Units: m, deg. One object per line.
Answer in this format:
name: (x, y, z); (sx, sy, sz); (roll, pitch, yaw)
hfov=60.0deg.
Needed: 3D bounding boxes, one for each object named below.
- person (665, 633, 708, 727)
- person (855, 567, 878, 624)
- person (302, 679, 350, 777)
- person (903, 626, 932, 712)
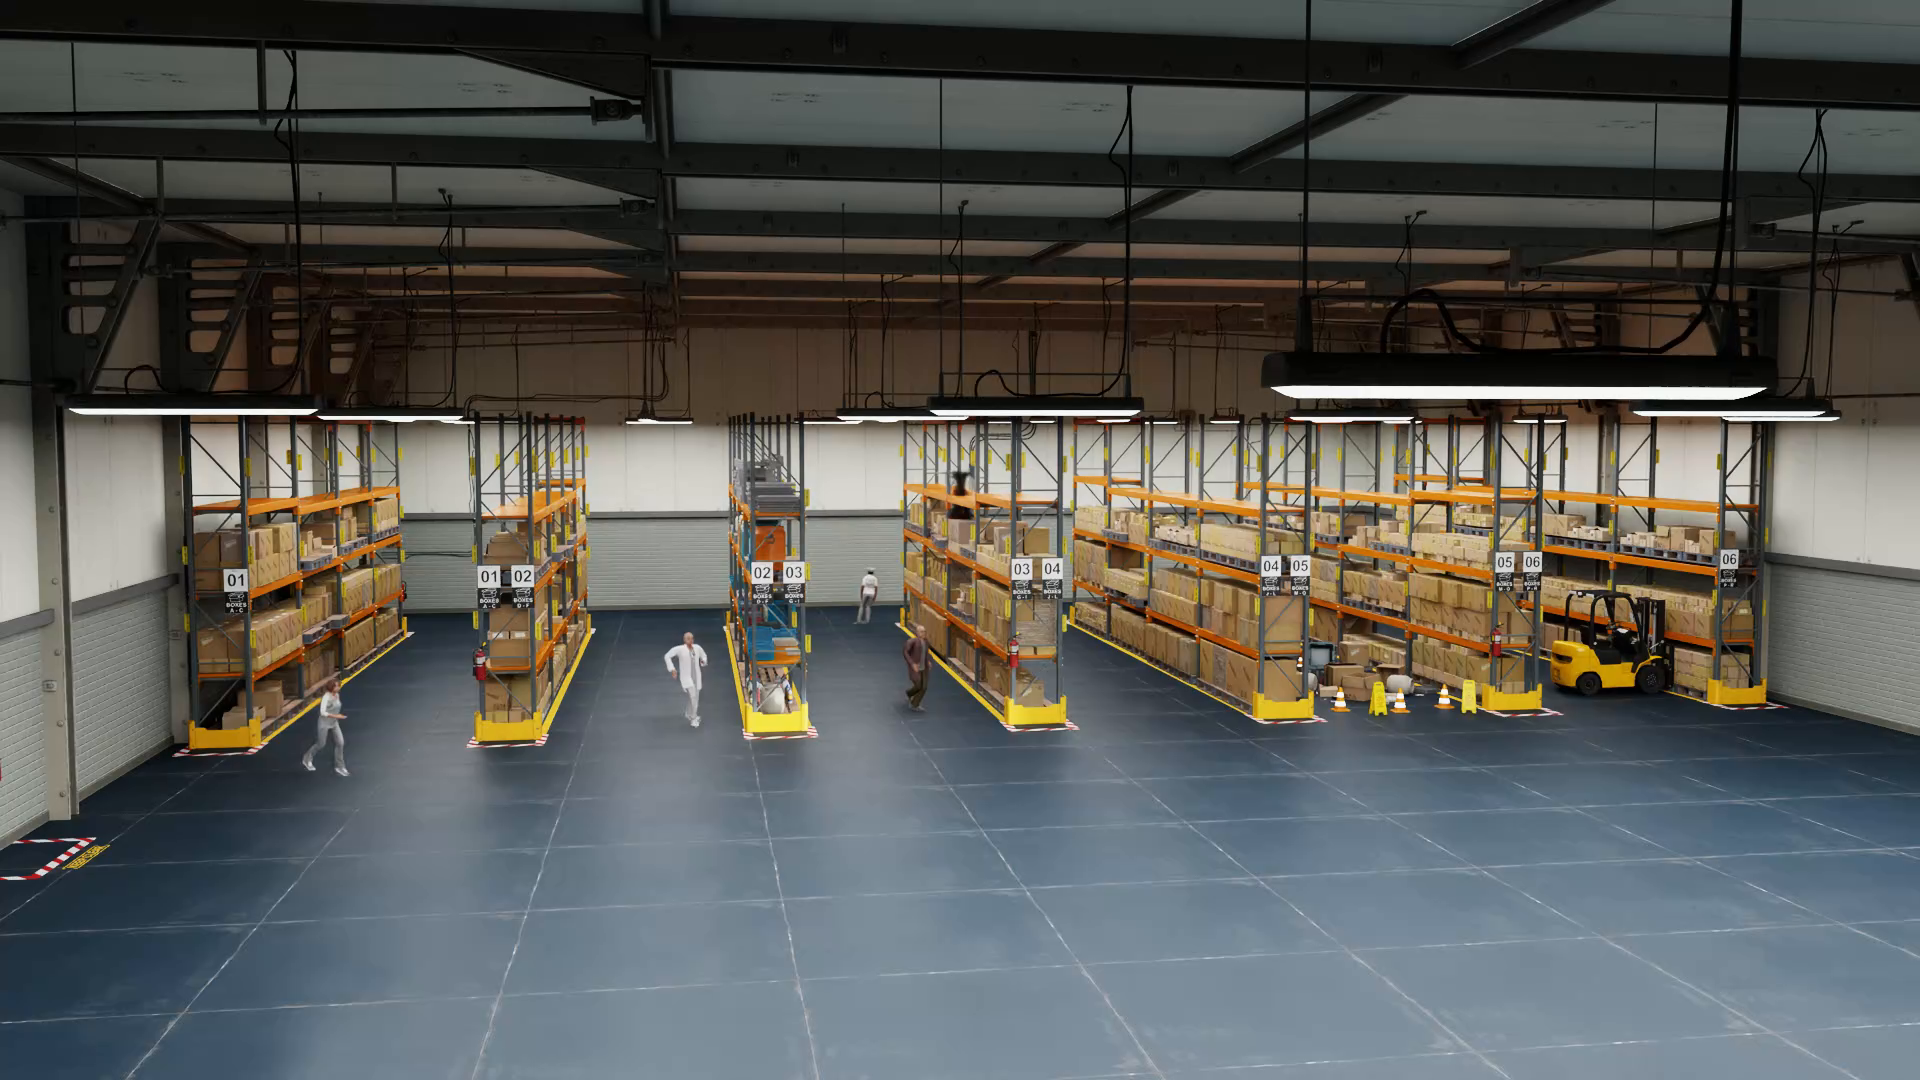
person: (-5.212, 2.690, 31.889); (0.823, 1.850, 0.767); (-3, 5, -38)
person: (-2.717, 1.634, 48.371); (0.635, 1.681, 0.402); (-1, 4, -15)
person: (-10.440, 3.084, 27.341); (0.885, 1.589, 0.553); (1, 4, 15)
person: (-0.906, 2.584, 33.636); (0.707, 1.731, 0.649); (-3, 5, -36)
